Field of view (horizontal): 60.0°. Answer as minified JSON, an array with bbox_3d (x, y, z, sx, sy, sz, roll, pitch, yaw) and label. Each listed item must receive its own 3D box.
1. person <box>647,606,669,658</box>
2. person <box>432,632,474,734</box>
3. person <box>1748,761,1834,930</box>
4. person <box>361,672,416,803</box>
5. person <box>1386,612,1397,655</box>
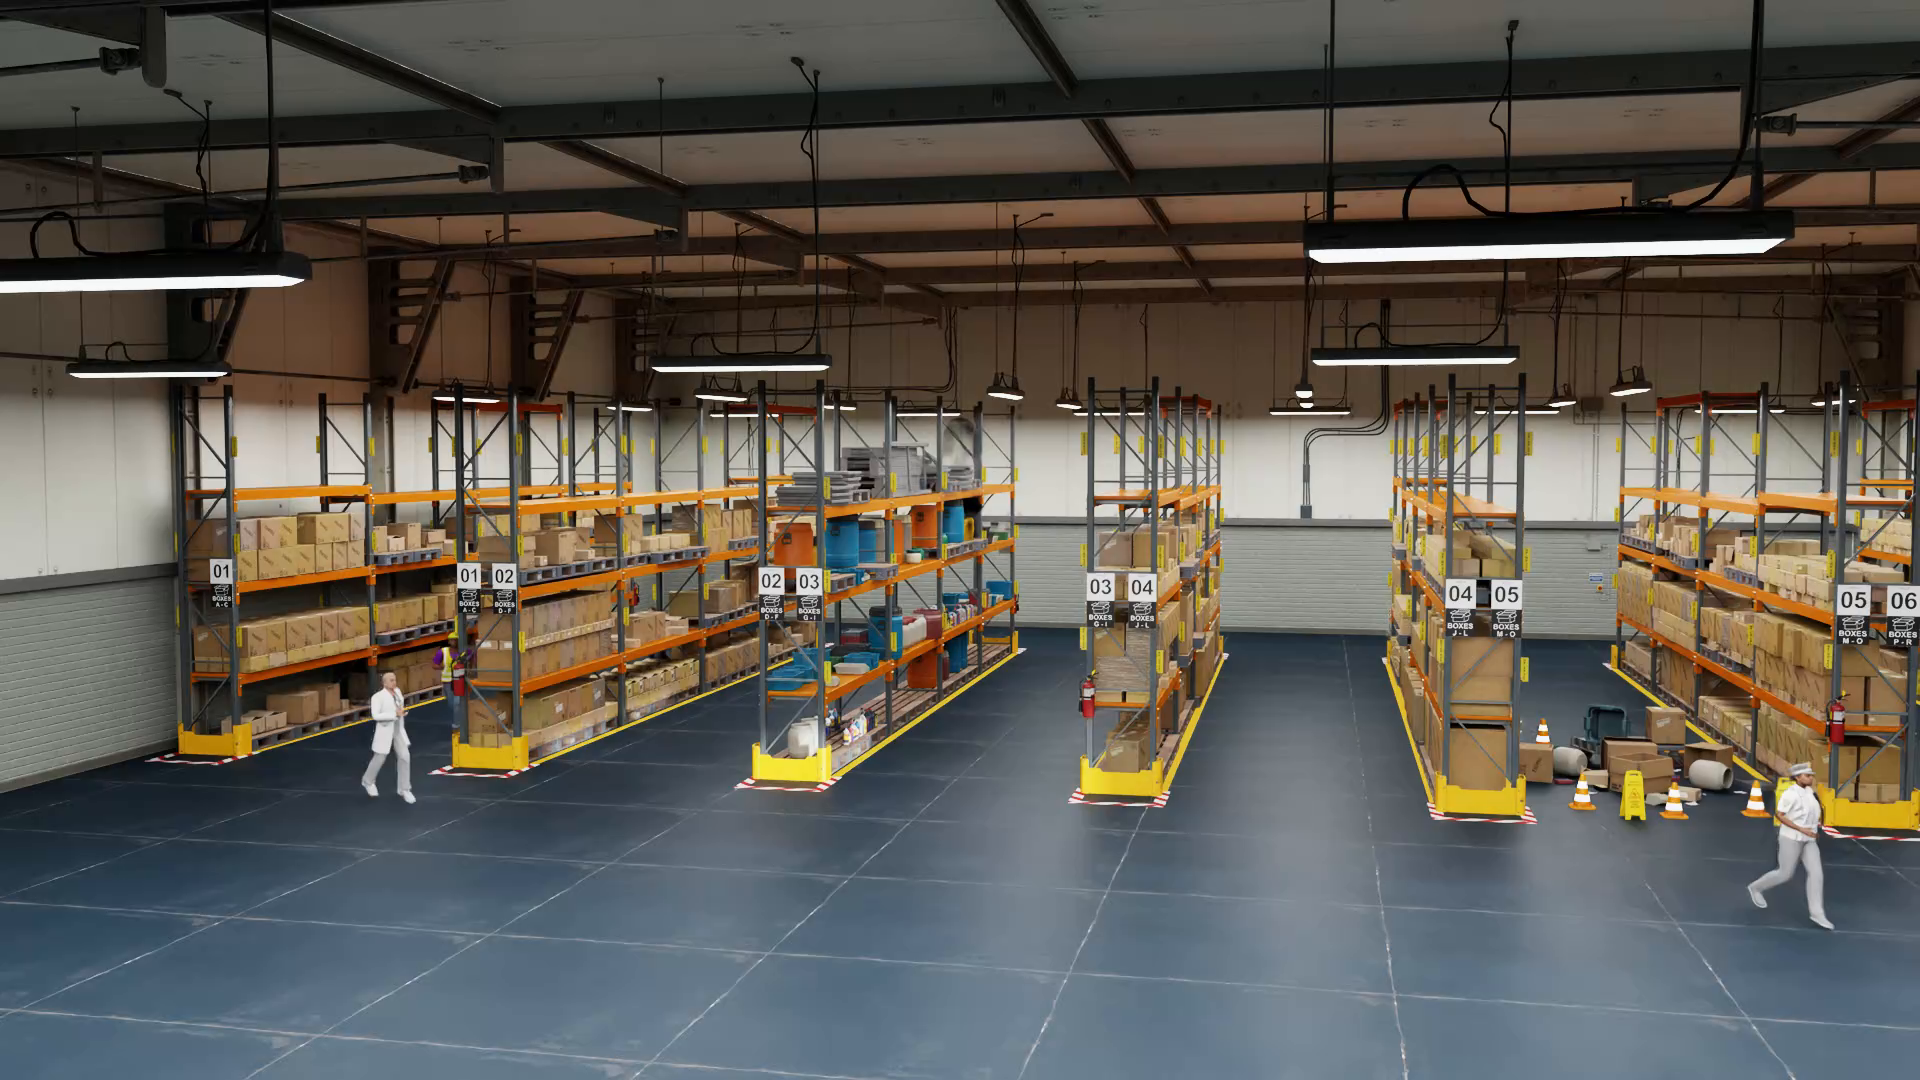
[{"bbox_3d":[-6.607,2.197,36.360,0.642,1.586,0.976,1,3,13],"label":"person"},{"bbox_3d":[-8.838,2.497,28.966,0.670,1.809,0.869,0,3,-7],"label":"person"},{"bbox_3d":[8.867,3.170,17.576,0.618,1.687,0.958,-2,4,-28],"label":"person"},{"bbox_3d":[-8.108,2.775,23.533,0.977,1.822,0.680,2,4,32],"label":"person"},{"bbox_3d":[10.526,1.984,39.659,0.638,1.664,0.762,0,3,8],"label":"person"}]
